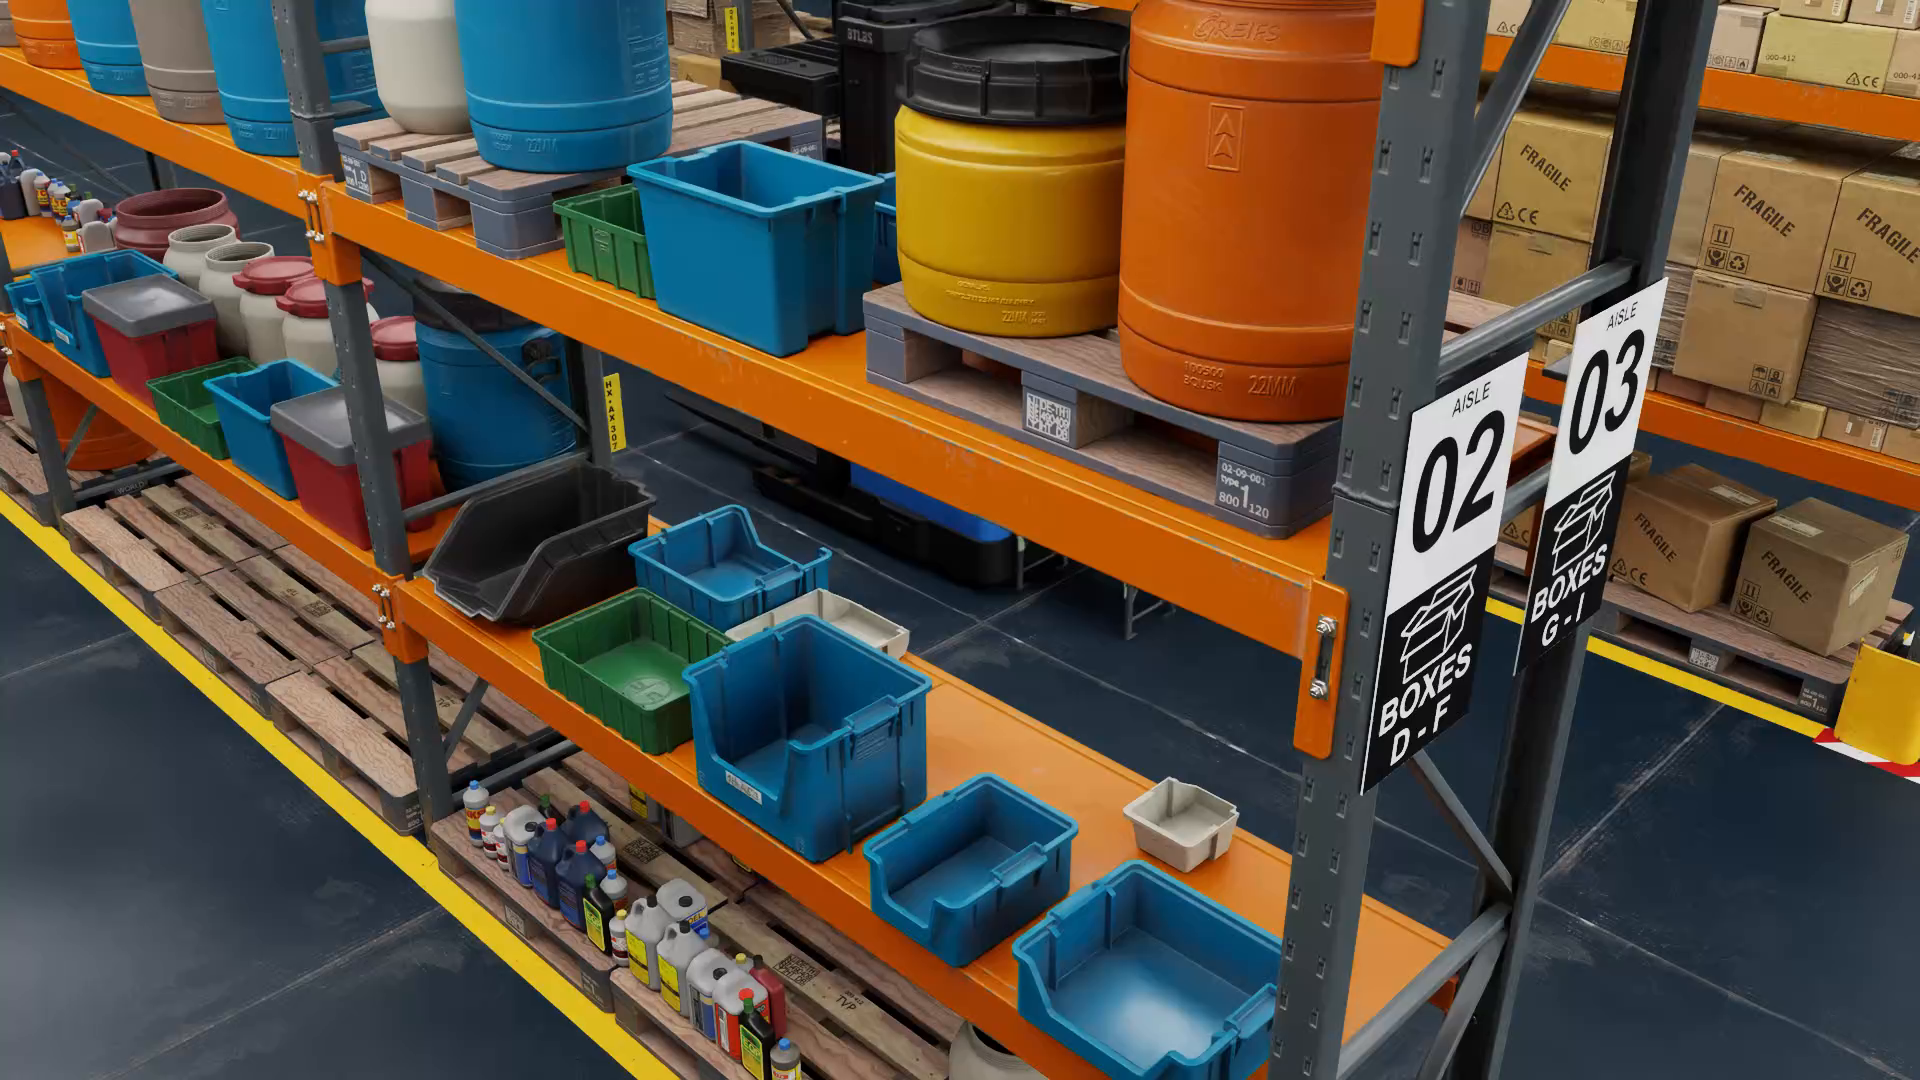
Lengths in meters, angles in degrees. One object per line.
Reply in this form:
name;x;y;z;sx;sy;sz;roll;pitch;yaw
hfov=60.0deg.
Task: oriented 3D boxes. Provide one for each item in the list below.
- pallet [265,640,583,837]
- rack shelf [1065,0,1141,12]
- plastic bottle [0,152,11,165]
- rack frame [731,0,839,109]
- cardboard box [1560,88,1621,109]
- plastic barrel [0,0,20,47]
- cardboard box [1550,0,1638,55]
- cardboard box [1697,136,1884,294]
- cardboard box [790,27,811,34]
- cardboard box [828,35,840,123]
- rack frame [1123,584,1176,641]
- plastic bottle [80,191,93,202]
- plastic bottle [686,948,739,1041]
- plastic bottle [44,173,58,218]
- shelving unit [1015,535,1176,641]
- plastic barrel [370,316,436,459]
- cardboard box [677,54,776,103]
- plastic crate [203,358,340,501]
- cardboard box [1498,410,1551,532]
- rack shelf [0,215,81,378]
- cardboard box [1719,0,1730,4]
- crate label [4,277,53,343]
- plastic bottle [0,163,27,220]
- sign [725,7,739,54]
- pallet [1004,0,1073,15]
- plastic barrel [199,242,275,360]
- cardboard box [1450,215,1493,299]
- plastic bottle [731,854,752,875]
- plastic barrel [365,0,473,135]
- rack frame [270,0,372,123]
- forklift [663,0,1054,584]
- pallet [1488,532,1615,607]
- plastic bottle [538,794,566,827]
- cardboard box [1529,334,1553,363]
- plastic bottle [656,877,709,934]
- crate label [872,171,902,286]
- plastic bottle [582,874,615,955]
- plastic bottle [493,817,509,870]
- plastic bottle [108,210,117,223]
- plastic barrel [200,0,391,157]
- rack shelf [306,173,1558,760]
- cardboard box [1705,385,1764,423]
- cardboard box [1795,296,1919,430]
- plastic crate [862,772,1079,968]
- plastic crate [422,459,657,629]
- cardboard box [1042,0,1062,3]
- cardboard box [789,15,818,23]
pallet;-2.382;0.785;7.530;1.213;0.211;1.003;25;36;38
rack shelf;0.251;-3.511;10.255;4.000;0.370;1.077;25;36;38
plastic bottle;-6.111;-2.337;10.604;0.135;0.276;0.152;25;36;38
rack frame;-1.175;-3.155;12.026;0.127;3.000;1.000;25;36;38
cardboard box;3.259;-1.922;8.181;0.500;0.500;0.500;25;36;38
plastic barrel;-4.214;-2.720;7.439;0.600;0.901;0.600;0;28;0
cardboard box;2.928;-2.373;7.478;0.500;0.250;0.500;24;36;38
cardboard box;3.604;-1.421;7.229;0.500;0.500;0.500;25;36;38
cardboard box;-1.896;-5.691;18.823;0.250;0.149;0.380;23;35;37
cardboard box;-0.762;-3.222;11.596;0.500;0.500;0.500;20;33;33
rack frame;0.963;-0.228;8.073;0.023;1.500;0.400;24;36;38
plastic bottle;-5.123;-1.918;9.799;0.133;0.283;0.061;25;36;38
plastic bottle;-0.819;1.520;5.590;0.135;0.276;0.152;23;36;37
plastic bottle;-5.521;-2.100;10.146;0.133;0.283;0.061;25;36;38
shelving unit;0.701;-0.347;8.298;0.755;1.500;0.431;24;36;38
plastic barrel;-2.324;-0.651;7.119;0.433;0.535;0.433;0;28;0
cardboard box;-1.701;-3.278;12.153;0.500;0.500;0.500;-24;36;-38
plastic crate;-2.800;-0.455;6.910;0.575;0.384;0.392;25;36;38
cardboard box;2.846;-0.424;9.069;0.500;0.500;0.500;21;34;34
rack shelf;-6.074;-1.845;10.309;4.000;0.370;1.077;25;36;38
cardboard box;3.190;-2.396;7.093;0.250;0.149;0.380;22;35;36
crate label;-4.610;-1.175;8.441;0.416;0.233;0.303;25;36;38
plastic bottle;-5.840;-2.149;10.167;0.185;0.351;0.144;25;36;38
sign;-1.562;-3.482;11.405;0.005;0.325;0.100;25;36;38
pallet;0.934;-5.315;16.341;1.213;0.211;1.003;25;36;38
plastic barrel;-3.464;-1.158;8.109;0.421;0.512;0.421;0;28;0
cardboard box;2.714;-1.553;8.554;0.500;0.500;0.875;25;36;38
plastic bottle;-0.820;1.127;6.330;0.133;0.283;0.061;25;36;38
plastic barrel;-1.626;-1.563;5.205;0.421;0.512;0.421;0;28;0
rack frame;-1.795;-2.861;5.022;0.127;3.000;1.000;25;36;38
forklift;-0.567;-1.650;9.239;3.031;2.935;1.130;24;36;38
pallet;3.055;-0.010;9.042;1.213;0.211;1.003;25;36;38
plastic bottle;-1.551;1.112;6.358;0.133;0.283;0.061;25;36;38
cardboard box;2.909;-1.017;8.231;0.250;0.149;0.380;25;36;38
plastic bottle;-0.987;1.349;5.915;0.135;0.276;0.152;25;36;38
crate label;-0.046;-0.883;4.643;0.408;0.251;0.502;25;36;38
plastic bottle;-1.287;1.332;5.939;0.061;0.283;0.133;-23;36;-37
plastic bottle;-1.730;1.154;6.367;0.097;0.201;0.097;0;28;0
plastic bottle;-4.793;-1.749;9.492;0.097;0.271;0.097;0;28;0
plastic barrel;-2.310;-1.849;5.782;0.708;0.901;0.600;25;36;38
rack shelf;-0.369;-0.562;4.647;4.000;0.370;1.077;25;36;38
cardboard box;3.622;-0.691;7.610;0.250;0.149;0.380;25;36;38
cardboard box;4.157;-0.909;7.328;0.500;0.500;0.875;25;36;38
plastic crate;0.031;0.887;4.499;0.408;0.251;0.499;25;36;38
plastic crate;-1.511;0.035;6.028;0.504;0.338;0.767;25;36;38
cardboard box;0.973;-5.186;15.708;0.250;0.149;0.380;23;35;36
cardboard box;-1.881;-6.036;19.479;0.250;0.149;0.380;23;36;37
